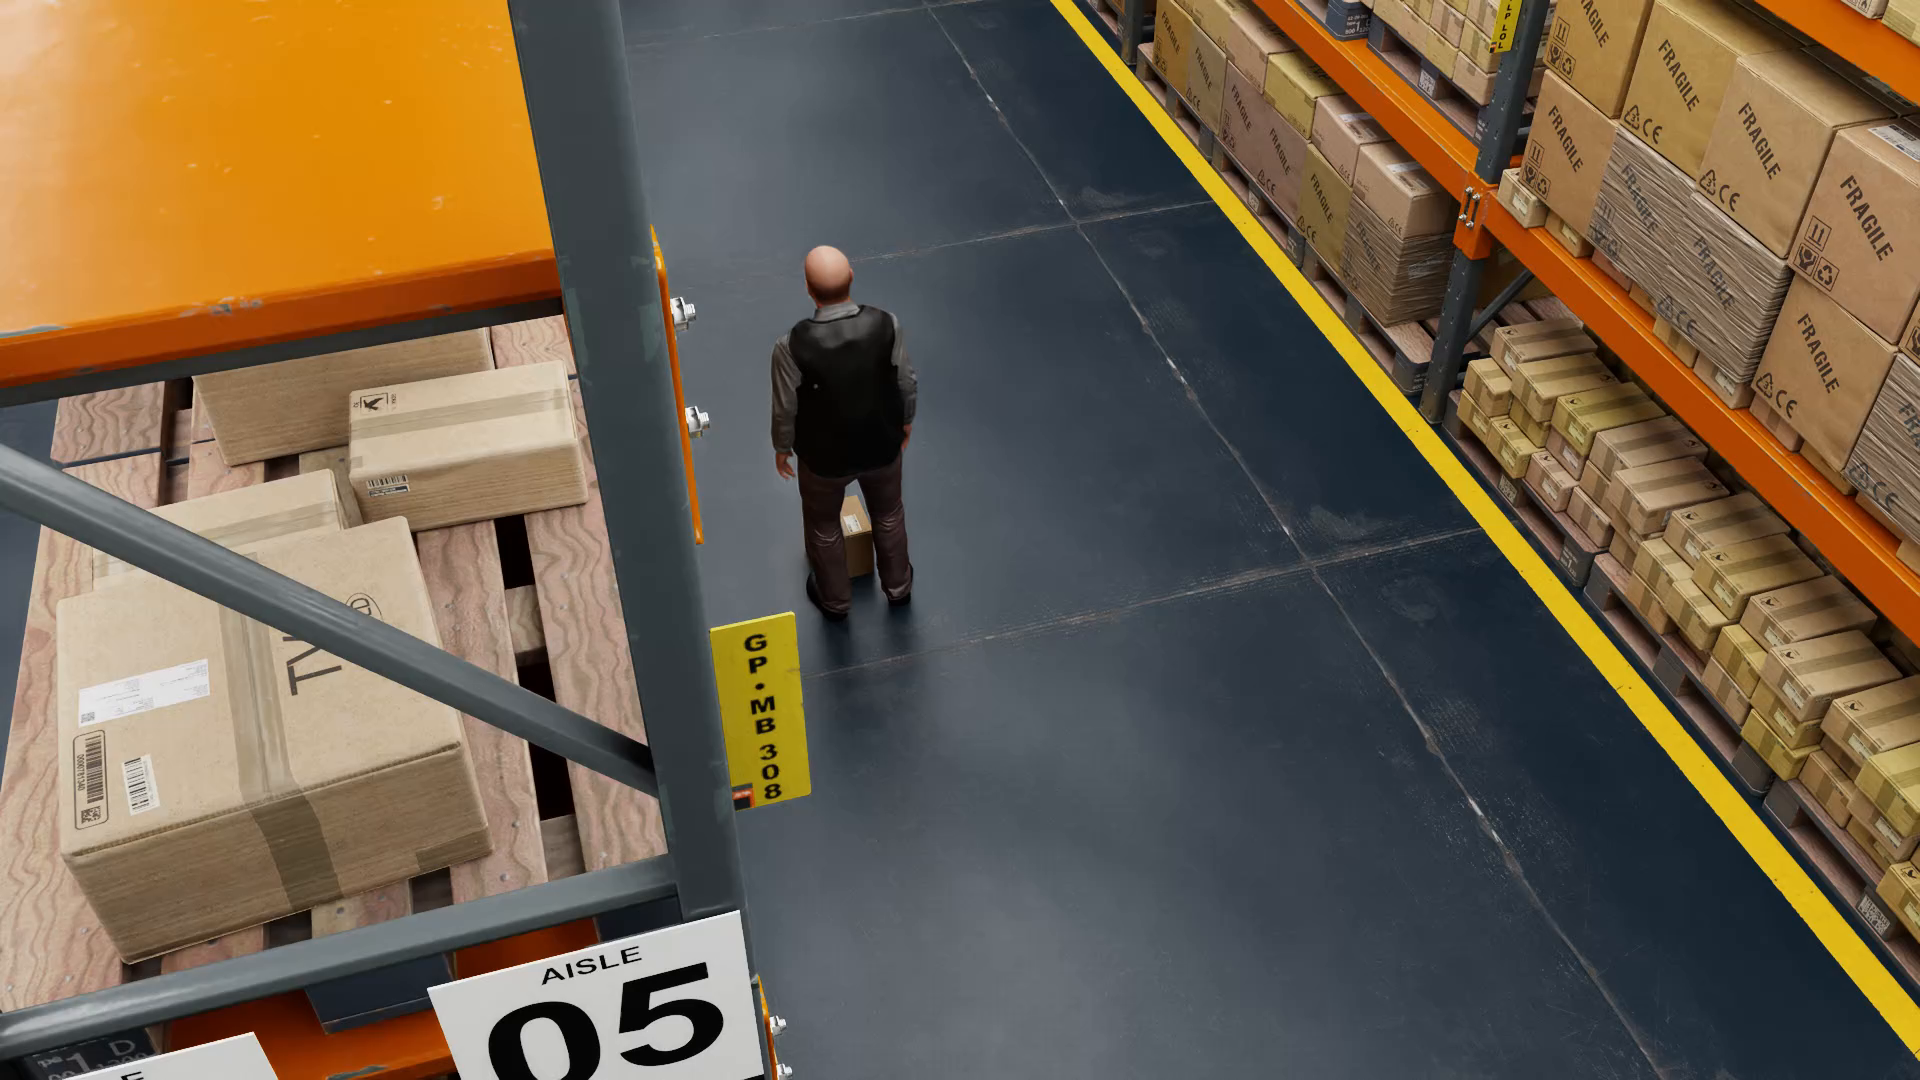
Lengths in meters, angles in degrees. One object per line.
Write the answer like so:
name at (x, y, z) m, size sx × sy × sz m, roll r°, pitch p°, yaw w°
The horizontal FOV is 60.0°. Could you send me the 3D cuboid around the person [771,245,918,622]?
person at (-0.454, -0.386, 6.607) m, size 0.589 × 1.721 × 0.366 m, roll -13°, pitch 44°, yaw -14°
